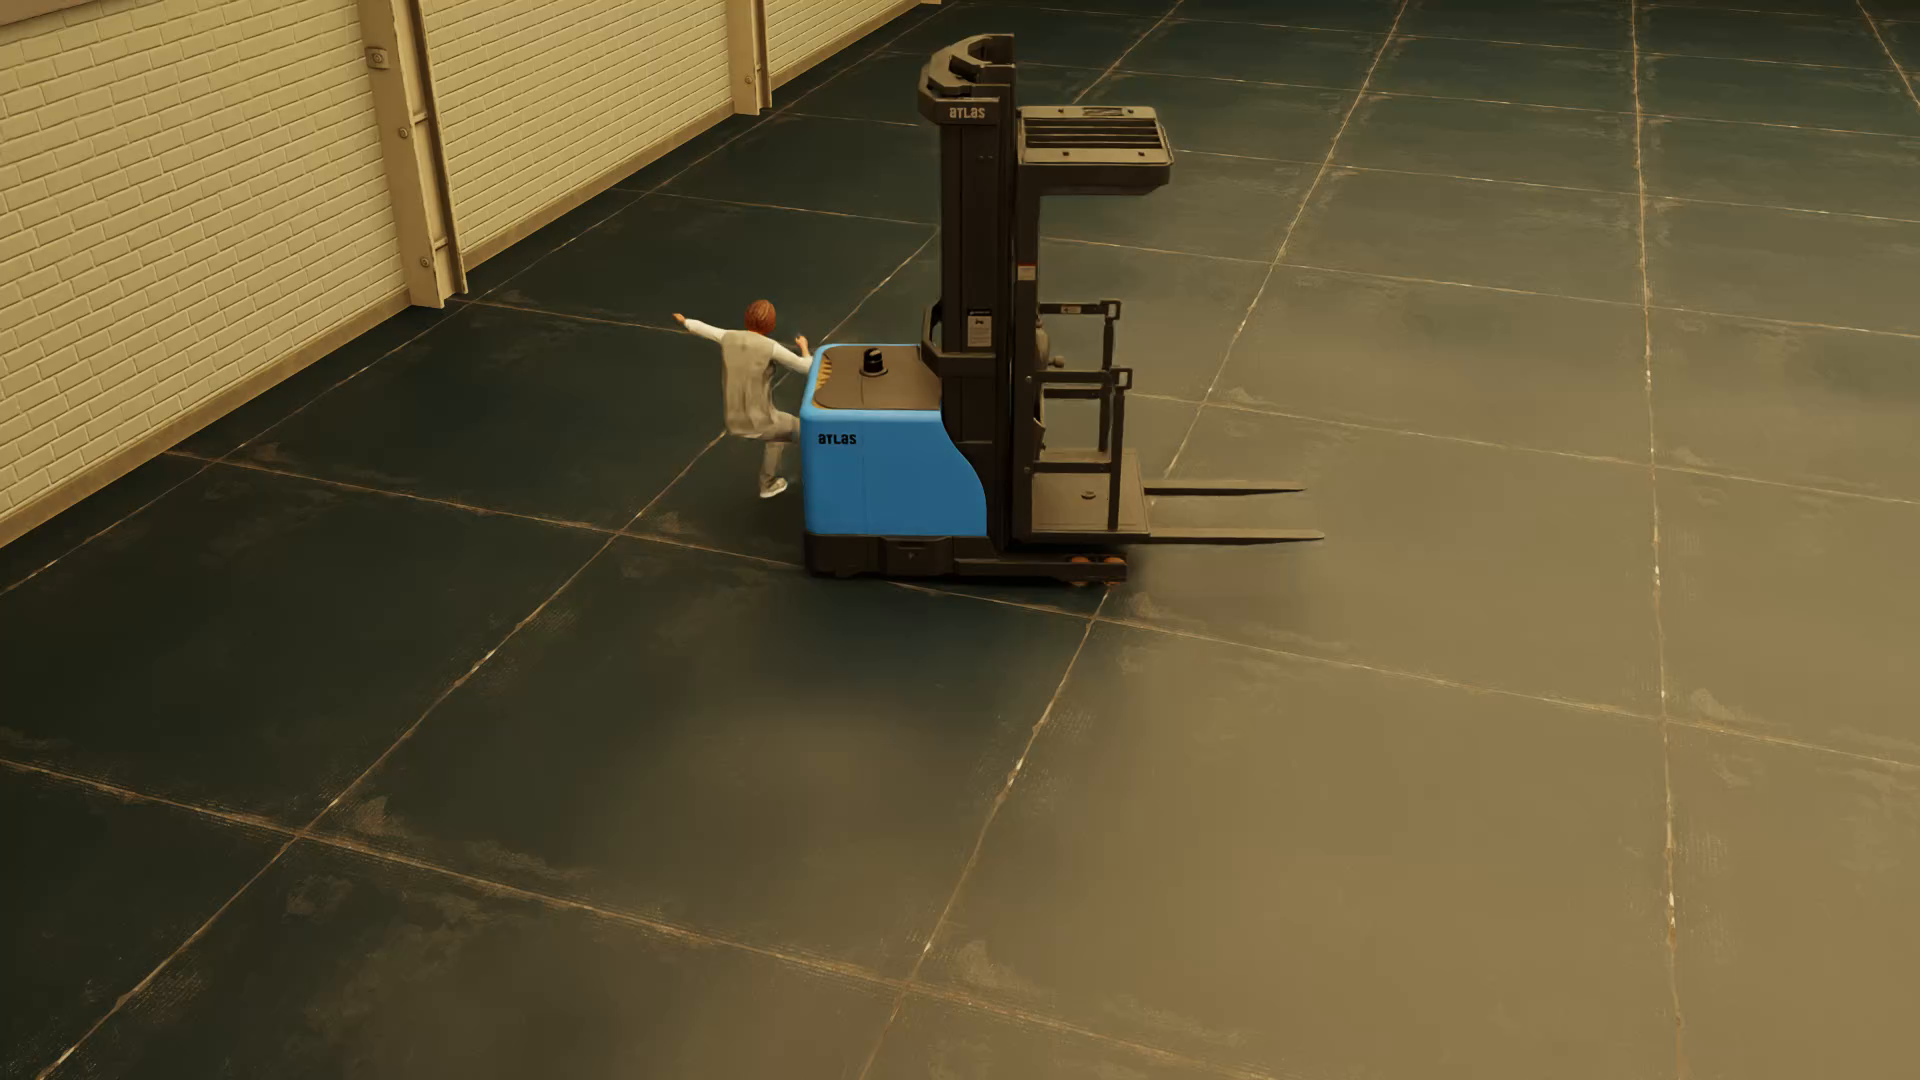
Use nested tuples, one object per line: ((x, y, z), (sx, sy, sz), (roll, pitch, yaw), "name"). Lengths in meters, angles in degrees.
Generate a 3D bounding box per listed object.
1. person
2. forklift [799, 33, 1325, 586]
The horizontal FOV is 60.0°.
((-1.229, -0.866, 10.291), (1.360, 1.316, 0.732), (12, 32, 20), "person")
((0.615, -1.274, 9.371), (3.031, 2.935, 1.130), (1, 30, 1), "forklift")
